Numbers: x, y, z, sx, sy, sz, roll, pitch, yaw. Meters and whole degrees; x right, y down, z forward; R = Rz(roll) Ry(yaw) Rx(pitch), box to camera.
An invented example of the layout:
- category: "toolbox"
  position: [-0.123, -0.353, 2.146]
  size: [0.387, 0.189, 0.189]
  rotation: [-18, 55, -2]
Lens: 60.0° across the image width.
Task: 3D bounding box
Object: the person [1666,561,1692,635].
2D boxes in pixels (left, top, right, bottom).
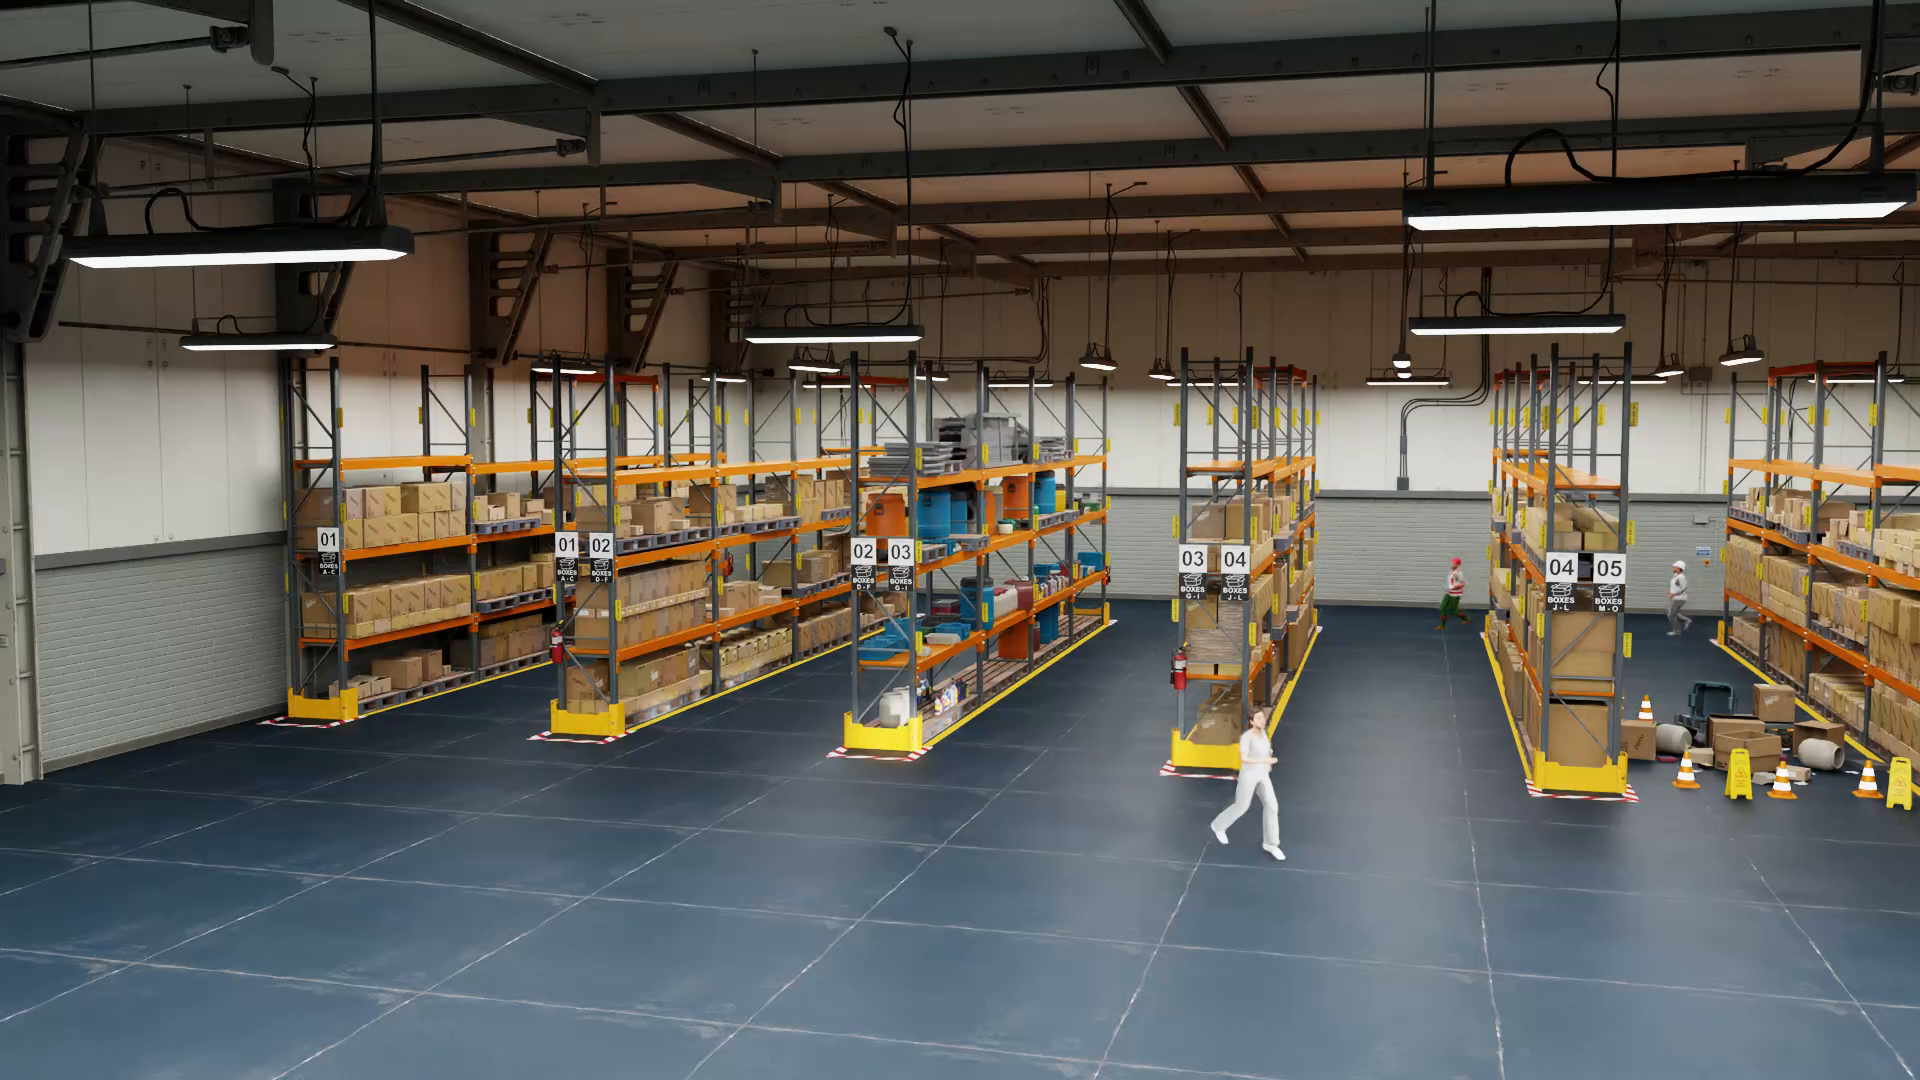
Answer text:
- category: "person"
  position: [16.554, 1.345, 38.210]
  size: [0.559, 1.731, 0.683]
  rotation: [1, 4, 18]

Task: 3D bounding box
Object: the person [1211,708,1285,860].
- category: "person"
  position: [3.347, 2.761, 19.152]
  size: [0.575, 1.695, 0.955]
  rotation: [-3, 5, -39]

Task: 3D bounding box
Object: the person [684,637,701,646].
- category: "person"
  position: [-5.520, 1.646, 34.019]
  size: [0.574, 1.655, 0.969]
  rotation: [1, 4, 11]

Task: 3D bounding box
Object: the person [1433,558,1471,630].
- category: "person"
  position: [11.606, 1.275, 38.938]
  size: [0.886, 1.749, 0.699]
  rotation: [-1, 4, -8]
